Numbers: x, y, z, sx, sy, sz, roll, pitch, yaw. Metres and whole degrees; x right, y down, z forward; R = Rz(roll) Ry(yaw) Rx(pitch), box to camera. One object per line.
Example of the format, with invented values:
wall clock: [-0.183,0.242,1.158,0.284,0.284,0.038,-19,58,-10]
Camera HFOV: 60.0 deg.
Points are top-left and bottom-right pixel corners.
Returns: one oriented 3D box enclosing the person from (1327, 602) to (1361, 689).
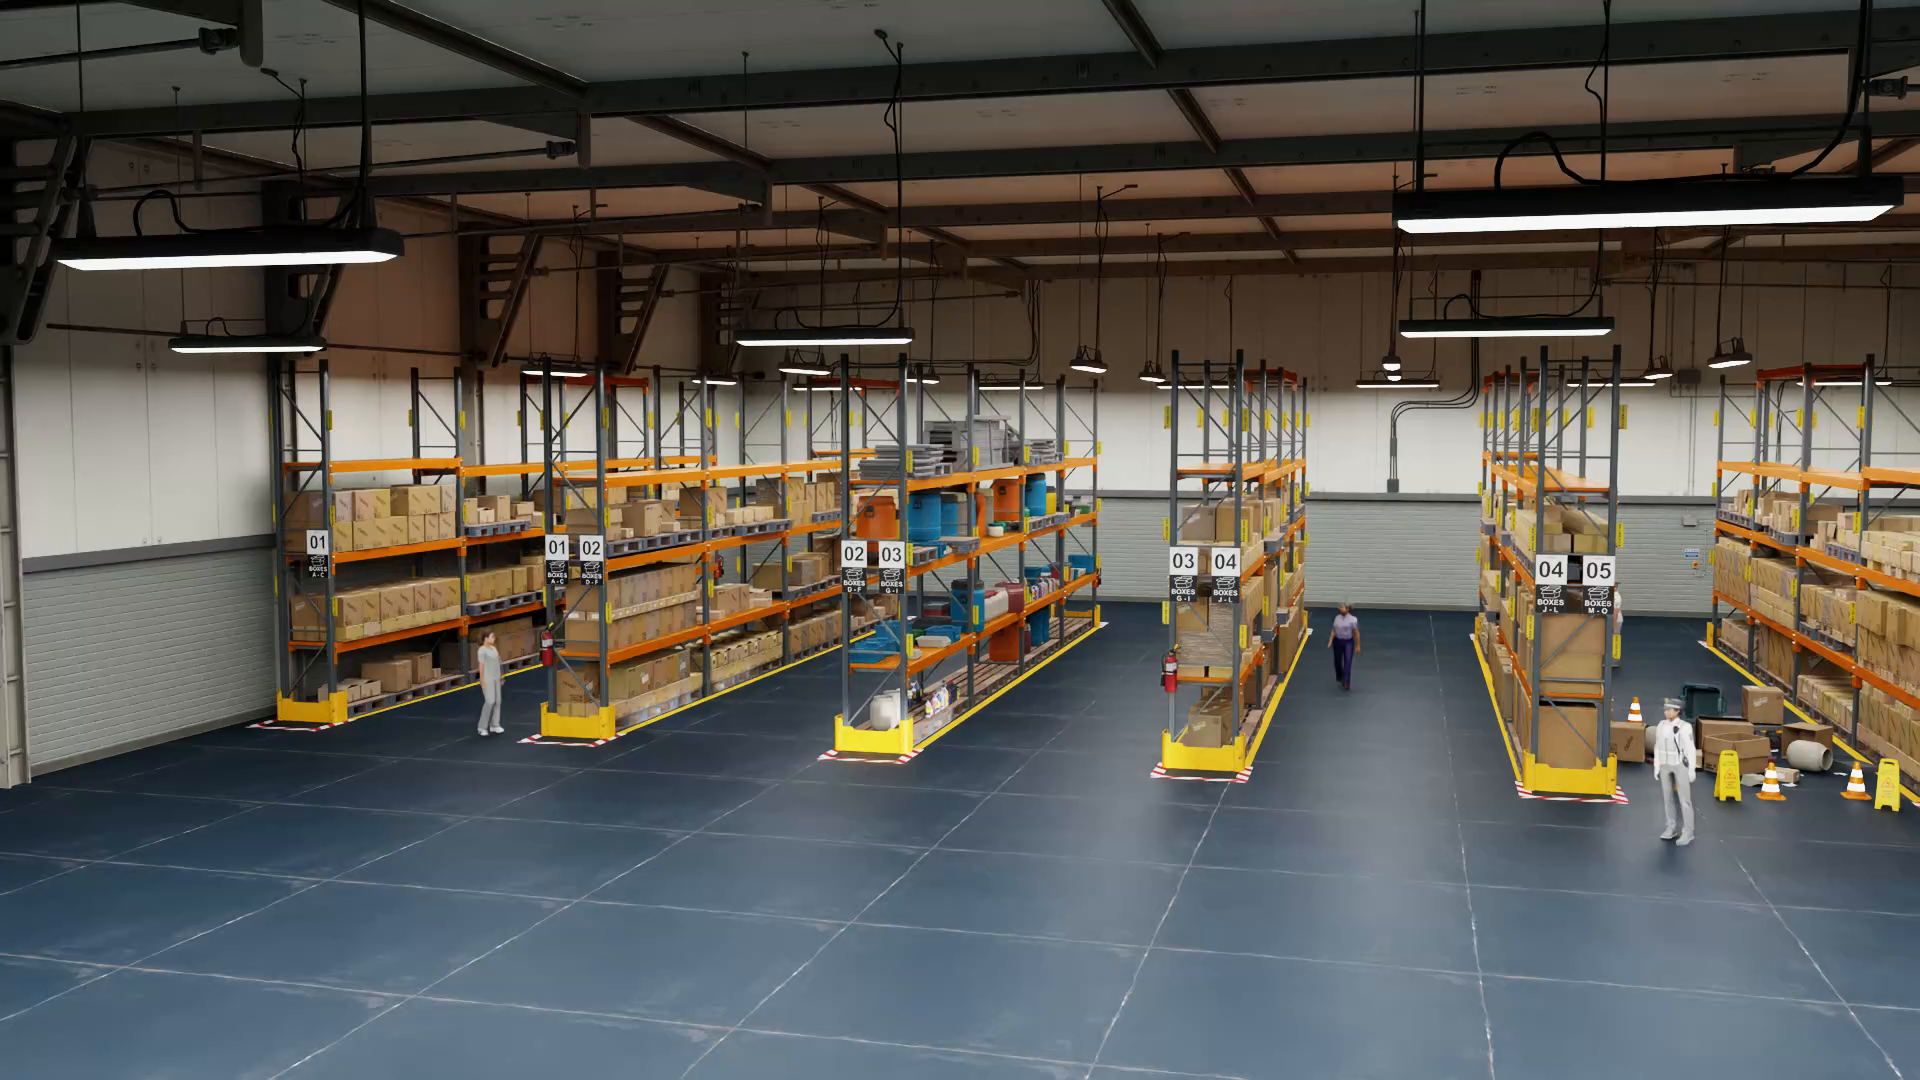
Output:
person: [7.211,1.960,31.180,0.617,1.609,0.940,1,4,18]

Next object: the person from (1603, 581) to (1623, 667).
person: [13.259,1.689,33.786,0.405,1.771,0.592,2,5,26]

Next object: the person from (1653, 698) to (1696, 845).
person: [8.516,2.736,19.849,0.413,1.697,0.577,-3,5,-33]

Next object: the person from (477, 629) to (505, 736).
person: [-7.537,2.282,26.674,0.419,1.716,0.528,2,4,23]
